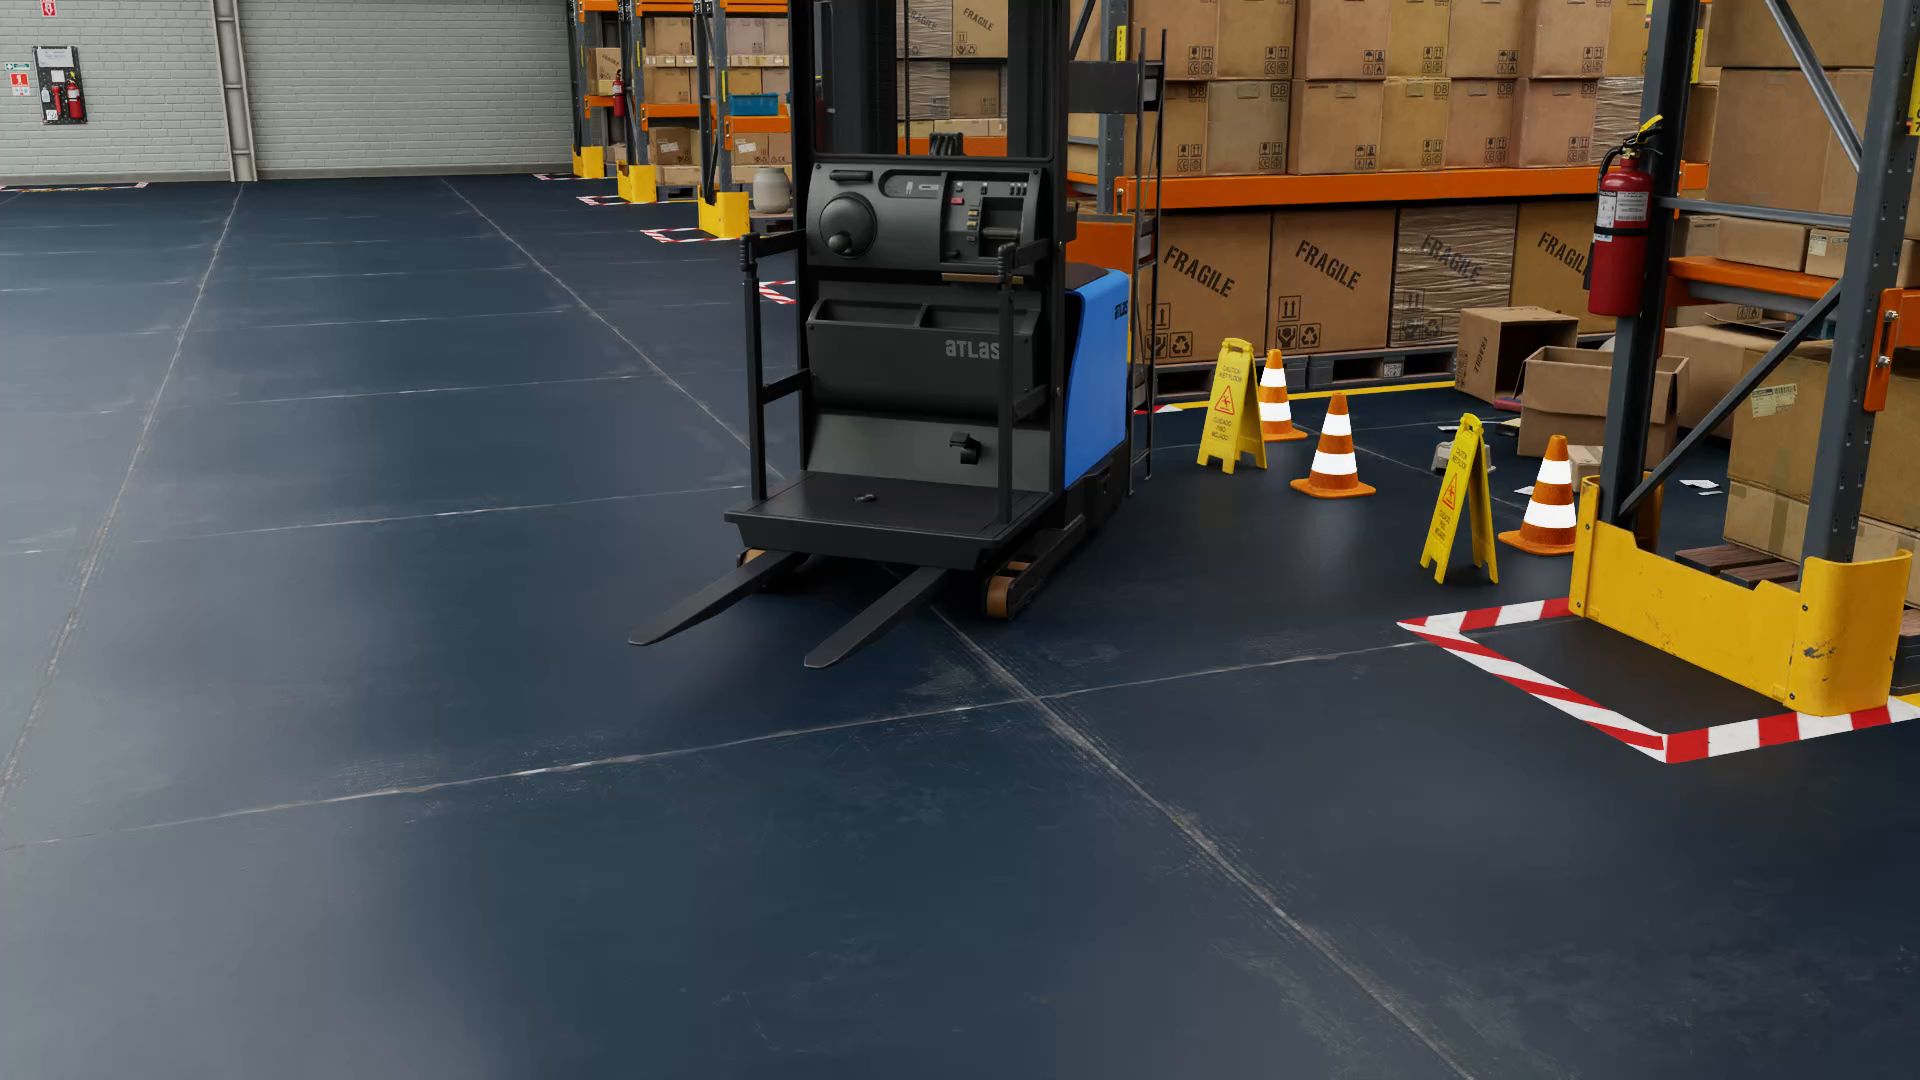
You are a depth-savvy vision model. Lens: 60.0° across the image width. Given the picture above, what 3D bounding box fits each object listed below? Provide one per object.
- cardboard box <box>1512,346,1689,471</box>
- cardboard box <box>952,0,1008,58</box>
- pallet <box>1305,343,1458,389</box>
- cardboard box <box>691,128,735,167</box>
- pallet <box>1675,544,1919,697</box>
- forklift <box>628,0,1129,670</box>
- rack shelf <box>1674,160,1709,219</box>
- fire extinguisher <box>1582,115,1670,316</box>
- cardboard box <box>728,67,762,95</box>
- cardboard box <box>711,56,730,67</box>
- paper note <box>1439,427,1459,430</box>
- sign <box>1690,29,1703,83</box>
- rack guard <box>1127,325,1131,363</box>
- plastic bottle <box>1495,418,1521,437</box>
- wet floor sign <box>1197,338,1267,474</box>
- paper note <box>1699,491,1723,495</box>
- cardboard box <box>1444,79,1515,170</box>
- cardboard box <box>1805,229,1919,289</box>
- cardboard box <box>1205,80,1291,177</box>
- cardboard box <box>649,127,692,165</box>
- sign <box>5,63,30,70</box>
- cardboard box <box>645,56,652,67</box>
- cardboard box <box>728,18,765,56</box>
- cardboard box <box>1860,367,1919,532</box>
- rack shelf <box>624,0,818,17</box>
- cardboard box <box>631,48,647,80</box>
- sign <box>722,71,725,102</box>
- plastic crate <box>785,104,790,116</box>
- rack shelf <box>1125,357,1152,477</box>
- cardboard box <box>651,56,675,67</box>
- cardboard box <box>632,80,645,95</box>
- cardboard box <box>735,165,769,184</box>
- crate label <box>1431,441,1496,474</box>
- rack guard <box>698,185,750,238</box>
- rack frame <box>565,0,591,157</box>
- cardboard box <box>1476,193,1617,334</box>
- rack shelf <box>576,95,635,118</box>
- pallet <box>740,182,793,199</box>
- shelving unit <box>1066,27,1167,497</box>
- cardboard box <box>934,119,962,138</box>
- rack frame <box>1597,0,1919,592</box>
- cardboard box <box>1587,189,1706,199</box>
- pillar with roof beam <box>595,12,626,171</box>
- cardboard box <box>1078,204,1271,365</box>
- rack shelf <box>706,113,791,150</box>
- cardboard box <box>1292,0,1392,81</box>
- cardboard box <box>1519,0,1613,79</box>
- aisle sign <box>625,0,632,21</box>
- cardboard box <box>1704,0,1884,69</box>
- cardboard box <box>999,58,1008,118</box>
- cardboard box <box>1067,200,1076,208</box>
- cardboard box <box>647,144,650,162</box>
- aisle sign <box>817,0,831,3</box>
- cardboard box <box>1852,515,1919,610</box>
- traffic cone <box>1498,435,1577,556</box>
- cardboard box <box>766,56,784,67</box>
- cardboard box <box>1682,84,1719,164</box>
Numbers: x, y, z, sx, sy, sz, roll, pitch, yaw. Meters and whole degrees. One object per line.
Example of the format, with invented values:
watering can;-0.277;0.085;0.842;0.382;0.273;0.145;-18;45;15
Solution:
cardboard box;3.286;-0.688;8.549;0.797;0.503;0.637;9;19;28
cardboard box;0.086;-4.353;14.118;0.500;0.500;0.500;-6;17;-20
pallet;2.542;-1.220;10.879;1.213;0.211;1.003;-6;17;-20
cardboard box;-3.489;-5.545;23.462;0.500;0.500;0.500;-6;17;-20
pallet;3.394;0.215;5.992;1.213;0.211;1.003;-6;17;-20
forklift;-0.213;-1.241;6.121;1.130;2.935;3.031;6;17;19
rack shelf;6.288;-2.595;11.887;4.000;0.370;1.077;-6;17;-20
fire extinguisher;2.280;-1.115;5.710;0.183;0.674;0.296;-6;17;-20
cardboard box;-3.141;-6.451;23.566;0.500;0.500;0.700;-6;17;-20
cardboard box;-3.377;-6.676;23.180;0.250;0.149;0.380;-6;18;-21
paper note;2.719;-0.617;9.147;0.142;0.017;0.144;0;16;-1
sign;4.621;-3.046;10.469;0.005;0.325;0.100;-6;17;-20
rack guard;0.663;-1.133;10.070;0.348;0.500;1.175;-6;17;-20
plastic bottle;3.065;-0.620;9.102;0.283;0.061;0.133;-14;21;-39
wet floor sign;1.367;-0.681;8.274;0.232;0.644;0.267;-10;19;-30
paper note;3.538;-0.222;7.836;0.123;0.001;0.032;-6;17;-20
cardboard box;3.029;-2.685;10.652;0.550;0.550;0.875;-6;17;-20
cardboard box;2.943;-0.902;5.292;0.250;0.149;0.380;-6;17;-20
cardboard box;1.522;-2.517;10.081;0.550;0.550;0.875;-6;17;-20
cardboard box;-4.142;-5.631;23.755;0.500;0.500;0.500;-6;17;-20
sign;-14.438;-7.255;25.476;0.331;0.109;0.001;-6;17;-20
cardboard box;-4.247;-6.705;23.278;0.250;0.149;0.380;-6;18;-21
cardboard box;-3.086;-7.082;23.411;0.500;0.500;0.700;-6;17;-20
cardboard box;3.425;-0.296;5.586;0.500;0.500;0.500;-7;18;-22
rack shelf;-2.668;-7.553;23.447;4.000;0.370;1.077;-6;17;-20
cardboard box;-5.294;-7.874;27.486;0.500;0.500;0.500;-6;17;-20
sign;-2.574;-4.941;18.109;0.005;0.325;0.100;-6;17;-20
plastic crate;-1.816;-4.832;18.698;0.250;0.136;0.298;-6;17;-20
rack shelf;0.630;-0.602;7.954;0.480;0.518;0.431;6;17;20
cardboard box;-4.092;-6.599;22.918;0.250;0.149;0.380;-6;18;-20
cardboard box;-5.263;-7.519;27.611;0.500;0.250;0.500;-7;18;-22
cardboard box;-3.023;-5.236;23.741;0.500;0.250;0.500;-6;17;-20
crate label;2.488;-0.405;8.236;0.250;0.136;0.298;13;21;37
rack guard;-2.713;-3.774;19.063;0.348;0.500;1.175;-6;17;-20
rack frame;-6.312;-7.560;27.518;0.127;3.000;1.000;-6;17;-20
cardboard box;3.809;-1.875;11.186;0.875;0.875;0.875;-6;17;-19
rack shelf;-4.444;-7.416;28.306;4.000;0.370;1.077;-6;17;-20
pallet;-2.699;-5.129;24.190;1.213;0.211;1.003;-6;17;-20
shelving unit;0.632;-1.287;7.753;0.503;2.100;0.431;6;17;20
cardboard box;-0.164;-3.537;14.265;0.250;0.149;0.380;-6;17;-20
rack frame;2.551;-1.043;5.326;0.127;3.000;1.000;-6;17;-20
cardboard box;7.127;-3.703;17.410;0.875;0.875;1.225;-7;18;-23
pillar with roof beam;-4.427;-9.604;23.831;0.400;9.000;9.100;-6;17;-20
cardboard box;1.295;-1.603;10.258;0.875;0.875;0.875;-6;17;-20
rack shelf;-0.899;-4.810;19.430;4.000;0.370;1.077;-6;17;-20
cardboard box;2.098;-3.053;9.987;0.550;0.550;0.875;-6;17;-20
cardboard box;3.592;-3.214;10.537;0.550;0.550;0.875;-6;17;-20
aisle sign;-4.488;-7.417;22.418;0.004;0.787;0.394;-6;17;-20
cardboard box;2.950;-1.822;5.500;0.500;0.500;0.700;-7;18;-21
cardboard box;0.435;-4.010;14.725;0.500;0.500;0.875;-6;17;-20
cardboard box;0.732;-2.838;15.131;0.500;0.500;0.500;-4;17;-15
cardboard box;-5.101;-6.584;28.188;0.500;0.311;0.500;-5;17;-15
aisle sign;-1.160;-4.970;14.086;0.004;0.787;0.394;-6;17;-20
cardboard box;3.404;0.066;5.683;0.500;0.250;0.500;-6;18;-21
traffic cone;2.491;-0.208;6.986;0.334;0.463;0.336;-6;17;-20
cardboard box;-2.657;-6.754;23.445;0.250;0.149;0.380;-6;17;-20
cardboard box;5.008;-2.768;11.025;0.500;0.500;0.500;-6;17;-19
